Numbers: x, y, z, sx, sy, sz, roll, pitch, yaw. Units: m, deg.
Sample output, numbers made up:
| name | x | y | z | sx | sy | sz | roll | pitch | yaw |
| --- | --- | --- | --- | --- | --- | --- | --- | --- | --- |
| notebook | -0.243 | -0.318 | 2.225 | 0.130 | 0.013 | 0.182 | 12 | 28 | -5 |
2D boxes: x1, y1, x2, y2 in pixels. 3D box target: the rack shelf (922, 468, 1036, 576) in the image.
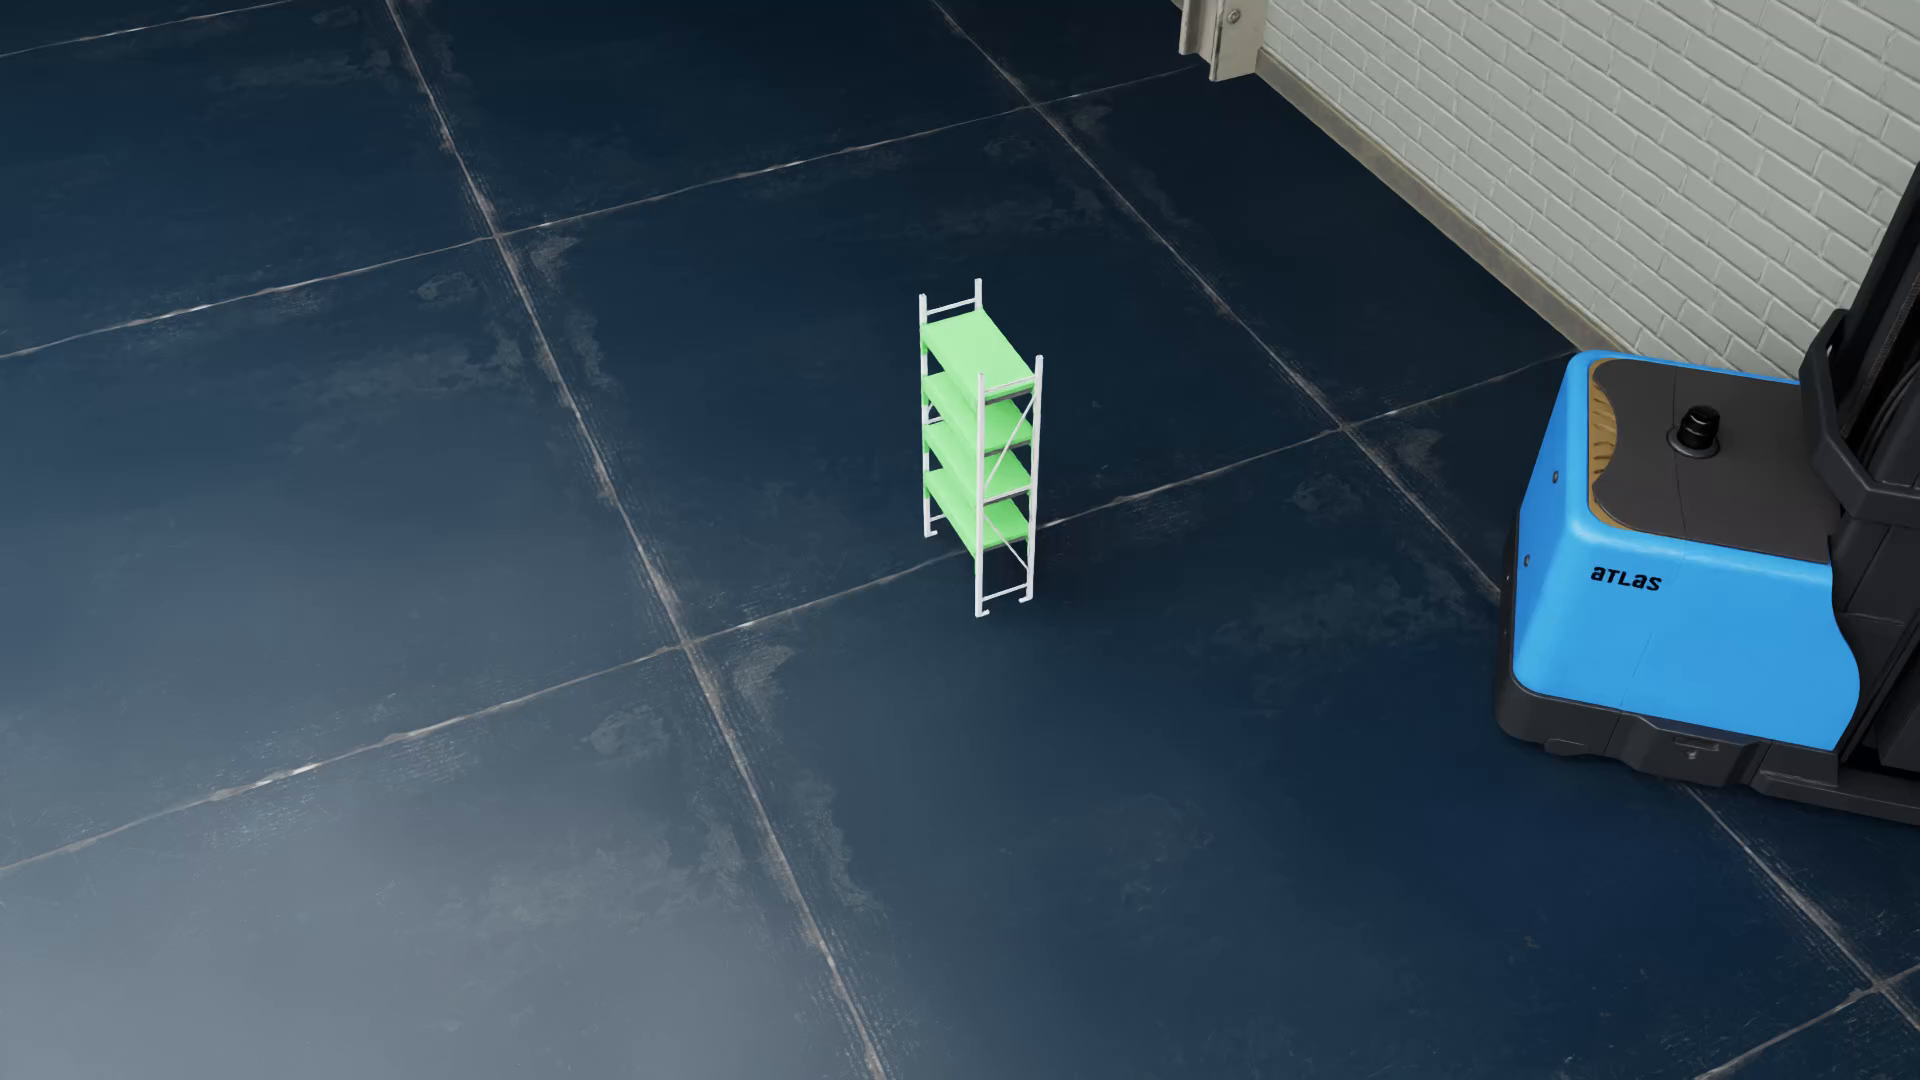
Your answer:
| name | x | y | z | sx | sy | sz | roll | pitch | yaw |
| --- | --- | --- | --- | --- | --- | --- | --- | --- | --- |
| rack shelf | 0.070 | -0.105 | 6.435 | 0.258 | 0.148 | 0.480 | -18 | 47 | -17 |

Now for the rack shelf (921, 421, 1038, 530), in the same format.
| name | x | y | z | sx | sy | sz | roll | pitch | yaw |
| --- | --- | --- | --- | --- | --- | --- | --- | --- | --- |
| rack shelf | 0.070 | -0.276 | 6.267 | 0.258 | 0.148 | 0.480 | -18 | 47 | -17 |

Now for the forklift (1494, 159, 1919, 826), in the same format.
| name | x | y | z | sx | sy | sz | roll | pitch | yaw |
| --- | --- | --- | --- | --- | --- | --- | --- | --- | --- |
| forklift | 3.504 | -0.375 | 5.043 | 3.031 | 2.935 | 1.130 | 11 | 46 | 11 |

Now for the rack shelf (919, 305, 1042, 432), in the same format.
| name | x | y | z | sx | sy | sz | roll | pitch | yaw |
| --- | --- | --- | --- | --- | --- | --- | --- | --- | --- |
| rack shelf | 0.070 | -0.618 | 5.929 | 0.258 | 0.148 | 0.480 | -18 | 47 | -17 |

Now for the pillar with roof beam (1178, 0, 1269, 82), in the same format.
| name | x | y | z | sx | sy | sz | roll | pitch | yaw |
| --- | --- | --- | --- | --- | --- | --- | --- | --- | --- |
| pillar with roof beam | -2.423 | -4.679 | 5.085 | 9.100 | 9.000 | 0.400 | -18 | 47 | -17 |

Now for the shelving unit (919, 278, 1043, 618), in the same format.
| name | x | y | z | sx | sy | sz | roll | pitch | yaw |
| --- | --- | --- | --- | --- | --- | --- | --- | --- | --- |
| shelving unit | 0.070 | -0.322 | 6.222 | 0.258 | 1.200 | 0.503 | -18 | 47 | -17 |

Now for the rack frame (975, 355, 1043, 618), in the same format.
| name | x | y | z | sx | sy | sz | roll | pitch | yaw |
| --- | --- | --- | --- | --- | --- | --- | --- | --- | --- |
| rack frame | 0.172 | -0.166 | 6.064 | 0.240 | 1.200 | 0.015 | -18 | 47 | -17 |

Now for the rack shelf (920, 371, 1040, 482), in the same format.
| name | x | y | z | sx | sy | sz | roll | pitch | yaw |
| --- | --- | --- | --- | --- | --- | --- | --- | --- | --- |
| rack shelf | 0.070 | -0.447 | 6.098 | 0.258 | 0.148 | 0.480 | -18 | 47 | -17 |

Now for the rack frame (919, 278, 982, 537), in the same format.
| name | x | y | z | sx | sy | sz | roll | pitch | yaw |
| --- | --- | --- | --- | --- | --- | --- | --- | --- | --- |
| rack frame | -0.033 | -0.477 | 6.379 | 0.240 | 1.200 | 0.015 | -18 | 47 | -17 |
